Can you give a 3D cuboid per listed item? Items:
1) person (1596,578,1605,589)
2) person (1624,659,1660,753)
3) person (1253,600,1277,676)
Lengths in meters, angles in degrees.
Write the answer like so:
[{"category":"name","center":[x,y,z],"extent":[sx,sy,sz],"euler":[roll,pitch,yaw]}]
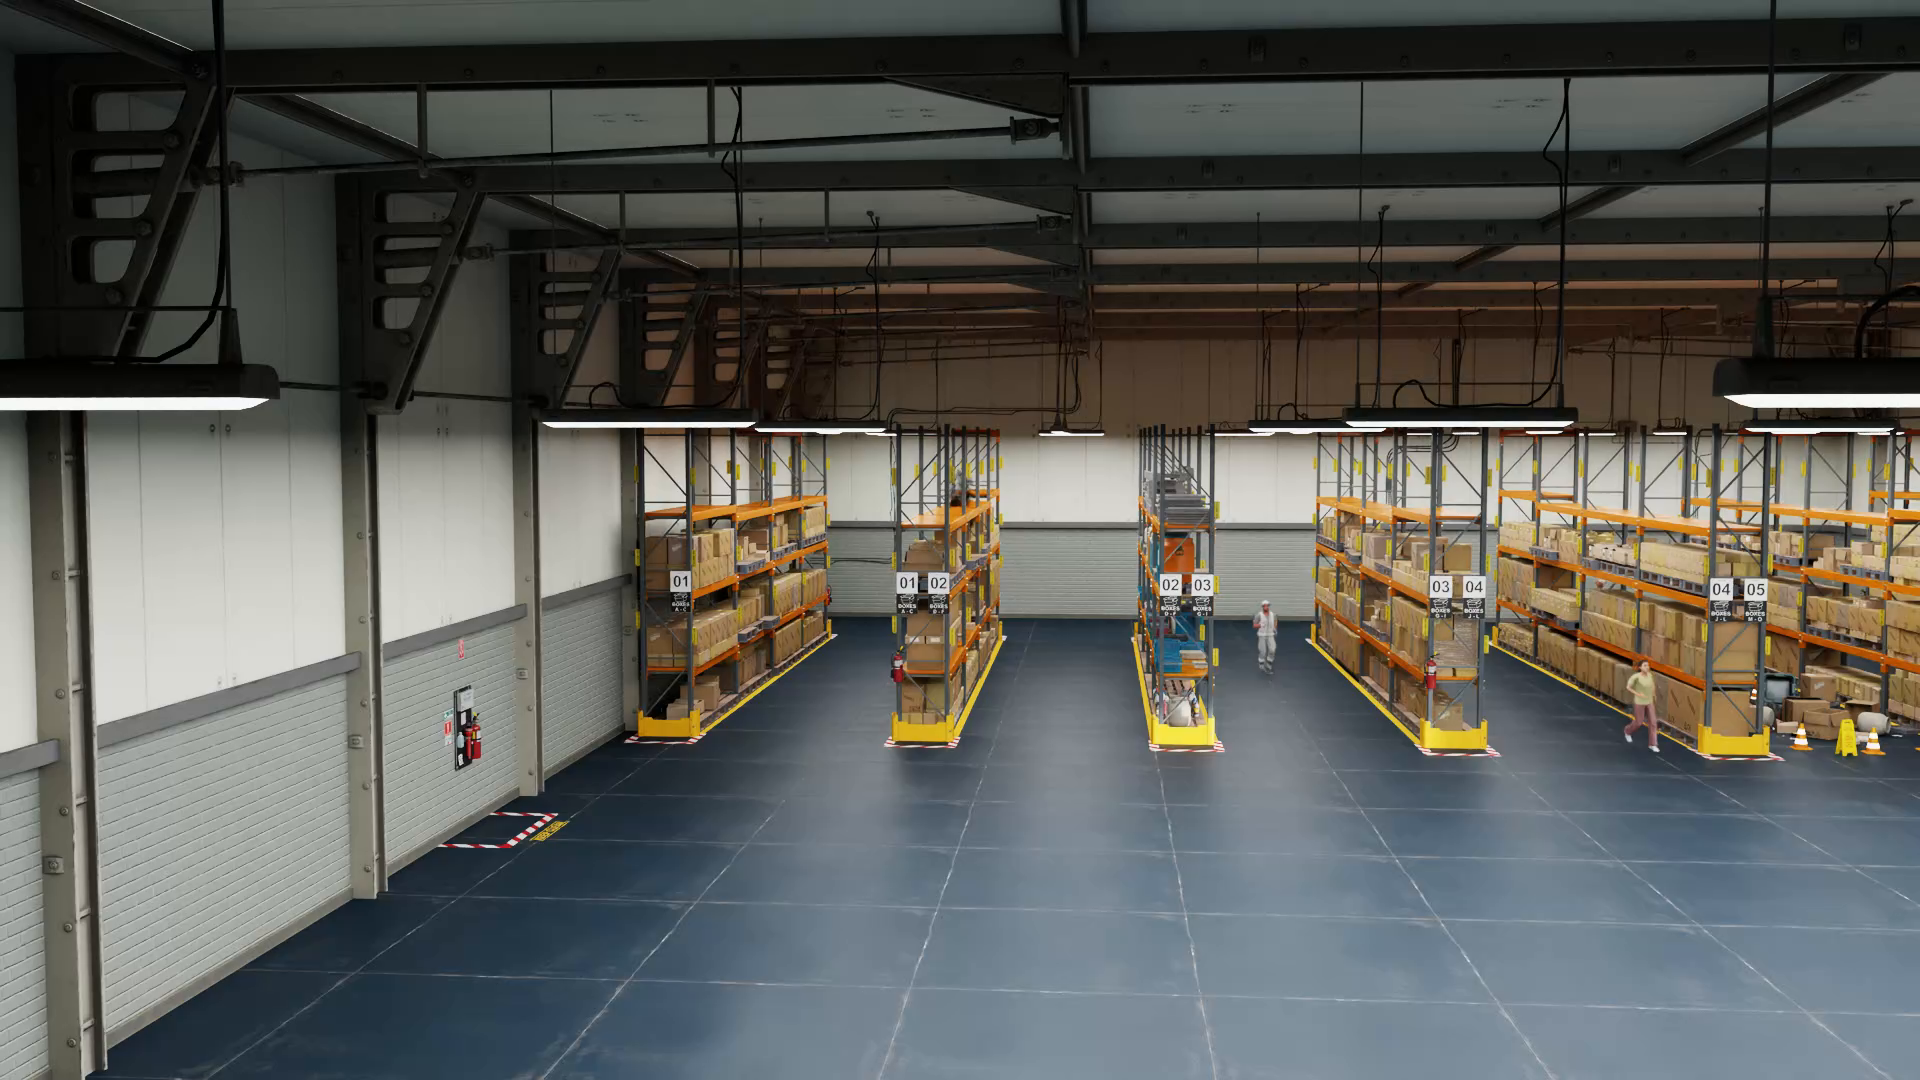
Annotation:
[{"category":"person","center":[18.094,1.935,47.101],"extent":[0.988,1.777,0.680],"euler":[0,3,2]},{"category":"person","center":[12.563,3.026,30.665],"extent":[0.629,1.679,0.862],"euler":[-1,4,-14]},{"category":"person","center":[7.425,2.380,40.310],"extent":[0.634,1.830,0.713],"euler":[0,3,-3]}]
